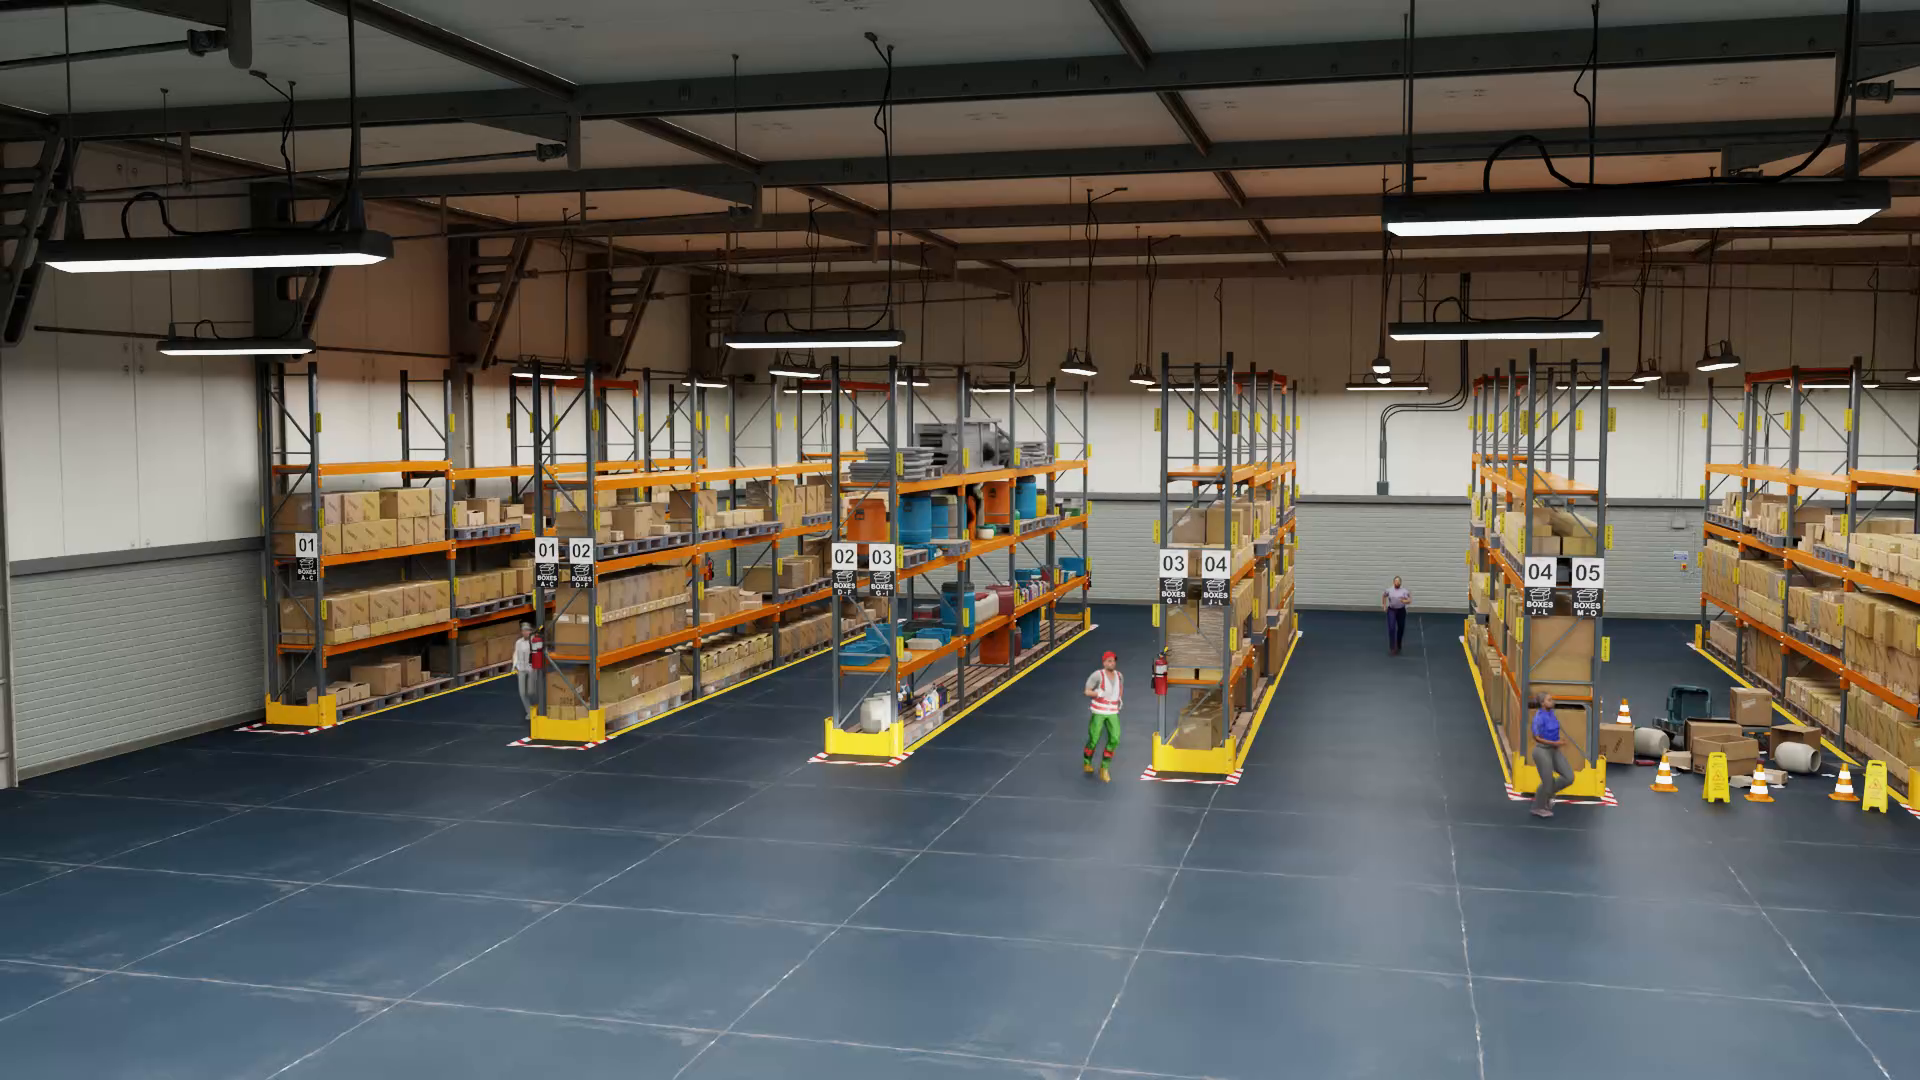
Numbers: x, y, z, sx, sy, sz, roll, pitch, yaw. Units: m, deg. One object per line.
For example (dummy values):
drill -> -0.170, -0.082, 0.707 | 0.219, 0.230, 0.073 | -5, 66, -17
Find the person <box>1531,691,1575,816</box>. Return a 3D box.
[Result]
person -> 7.474, 2.722, 21.072 | 0.599, 1.590, 0.527 | -3, 5, -37

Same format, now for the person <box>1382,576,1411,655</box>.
person -> 9.506, 1.617, 36.200 | 0.598, 1.657, 0.922 | 1, 4, 9

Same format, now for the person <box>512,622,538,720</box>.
person -> -7.290, 2.199, 28.109 | 0.599, 1.652, 0.544 | 1, 4, 9

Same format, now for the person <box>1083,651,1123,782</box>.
person -> 2.054, 2.476, 23.432 | 0.652, 1.836, 0.739 | -1, 4, -16
